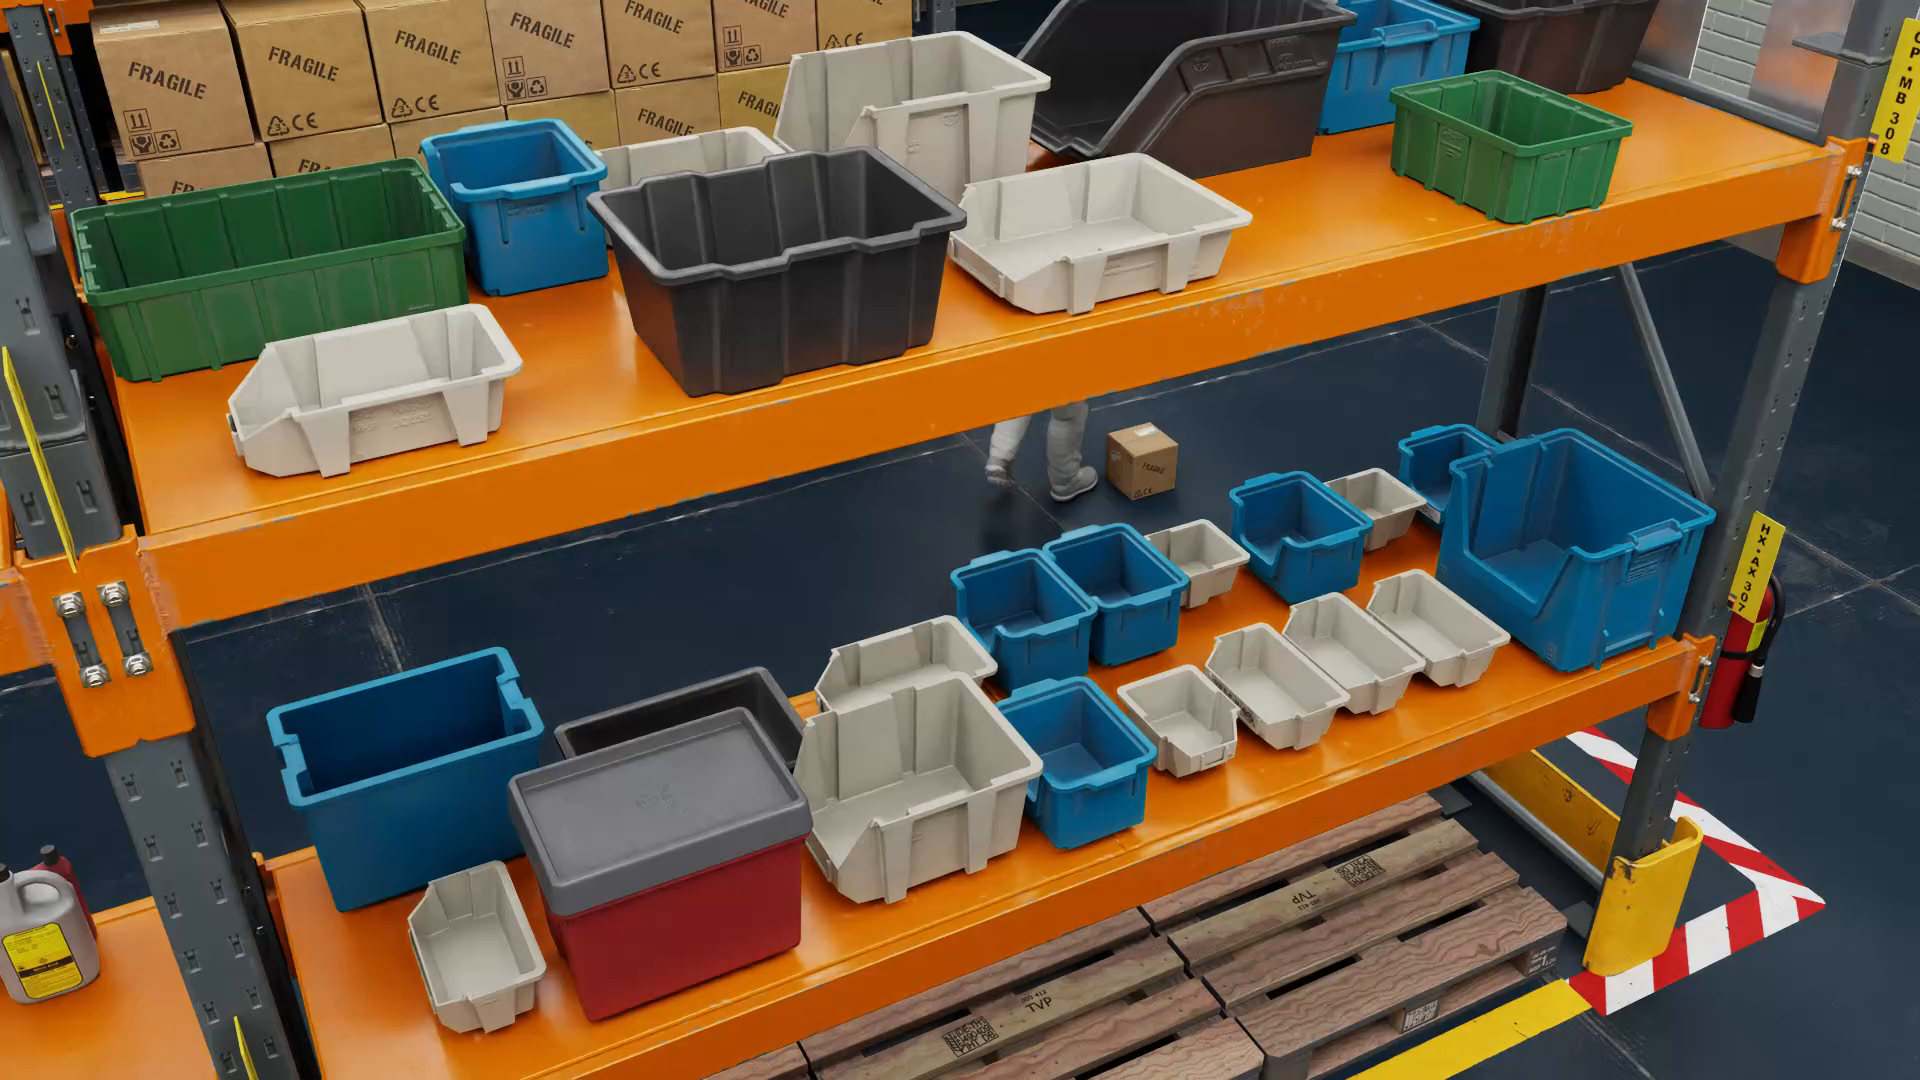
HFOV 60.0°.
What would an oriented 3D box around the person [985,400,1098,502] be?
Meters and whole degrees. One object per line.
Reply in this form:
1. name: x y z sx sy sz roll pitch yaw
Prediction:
1. person: 0.460 -0.933 7.558 0.600 1.758 0.634 -28 42 -36
